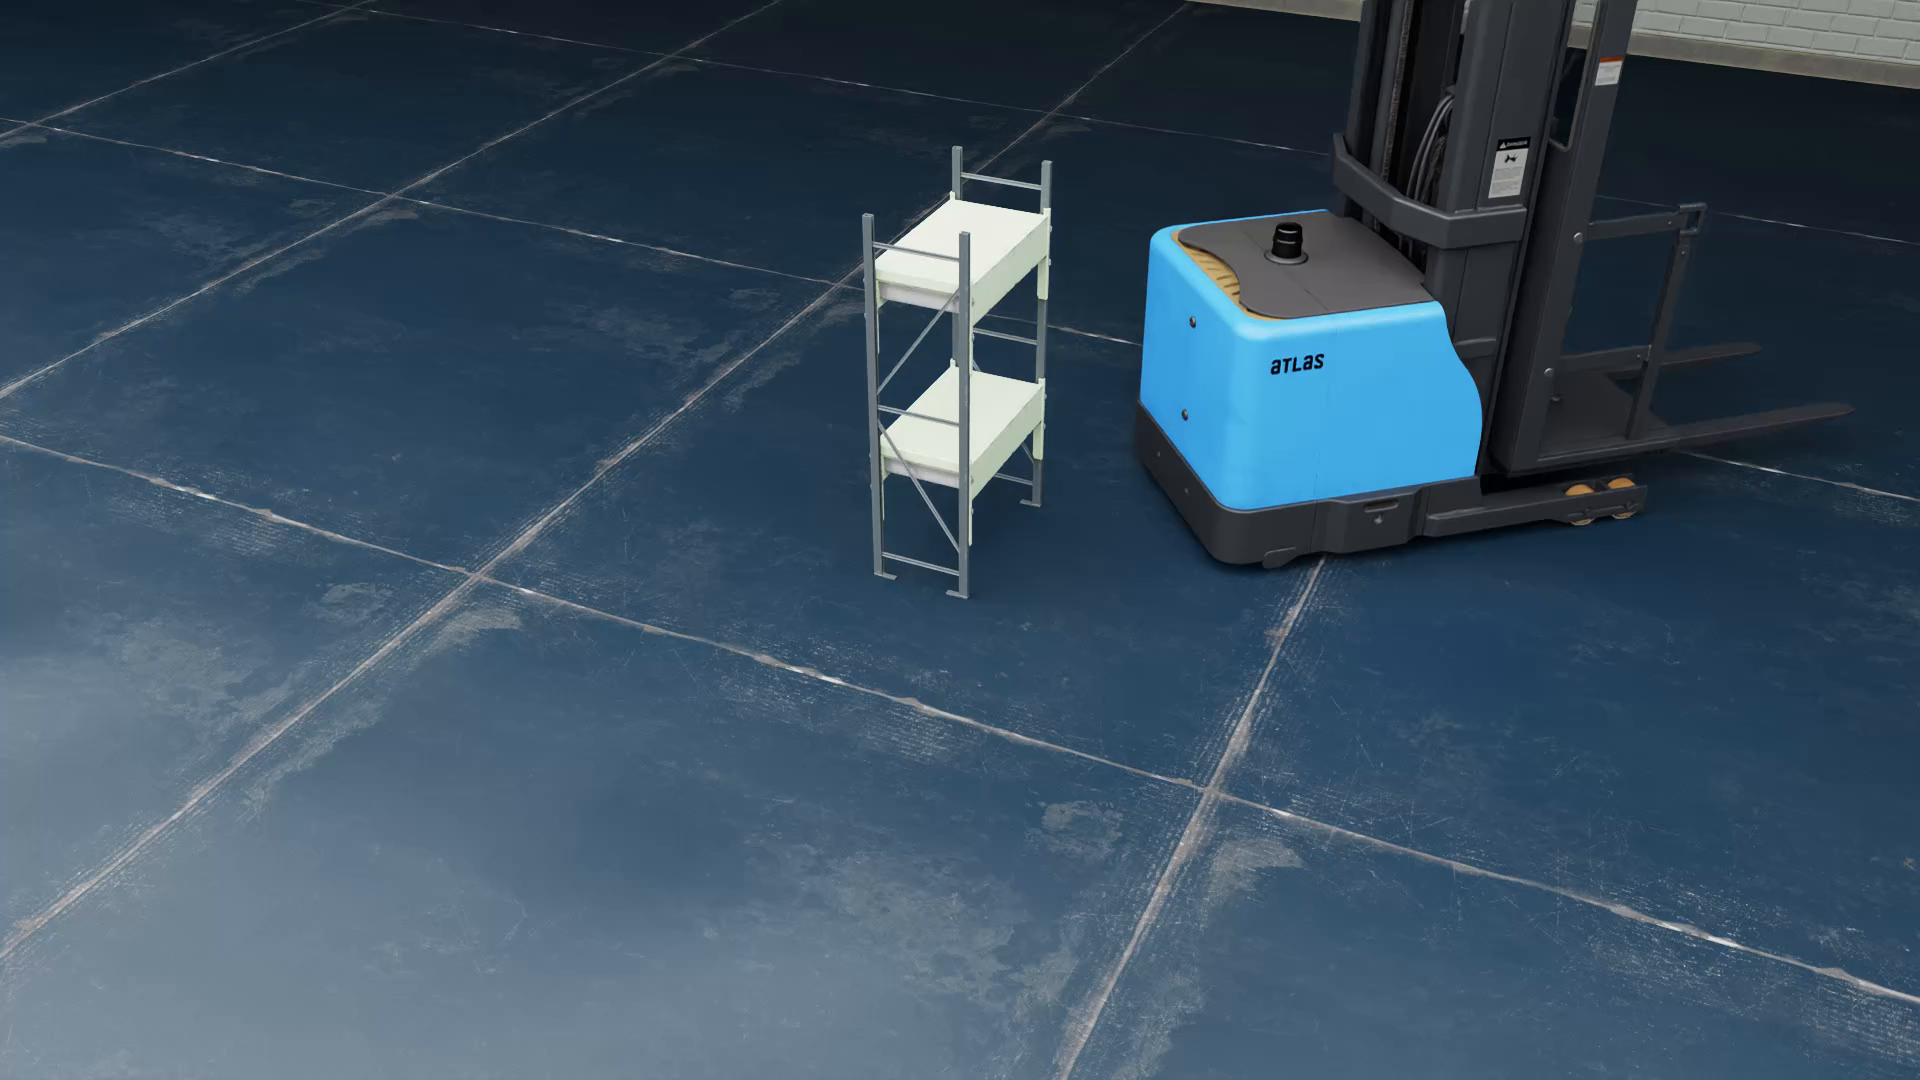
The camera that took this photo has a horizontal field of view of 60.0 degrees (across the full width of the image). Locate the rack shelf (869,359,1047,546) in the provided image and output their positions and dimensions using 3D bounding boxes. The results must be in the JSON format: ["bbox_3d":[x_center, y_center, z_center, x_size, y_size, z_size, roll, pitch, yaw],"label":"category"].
[{"bbox_3d":[0.003,-0.358,6.523,0.431,0.370,0.720,14,36,20],"label":"rack shelf"}]

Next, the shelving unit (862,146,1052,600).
[{"bbox_3d":[0.003,-0.631,6.344,0.431,1.500,0.755,14,36,20],"label":"shelving unit"}]

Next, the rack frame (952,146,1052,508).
[{"bbox_3d":[0.156,-0.813,6.622,0.400,1.500,0.023,14,36,20],"label":"rack frame"}]

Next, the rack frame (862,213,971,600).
[{"bbox_3d":[-0.150,-0.448,6.066,0.400,1.500,0.023,14,36,20],"label":"rack frame"}]

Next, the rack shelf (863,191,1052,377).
[{"bbox_3d":[0.003,-0.957,6.130,0.431,0.370,0.720,14,36,20],"label":"rack shelf"}]

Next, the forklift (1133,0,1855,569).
[{"bbox_3d":[2.329,-1.555,6.449,3.031,2.935,1.130,-9,34,-13],"label":"forklift"}]
